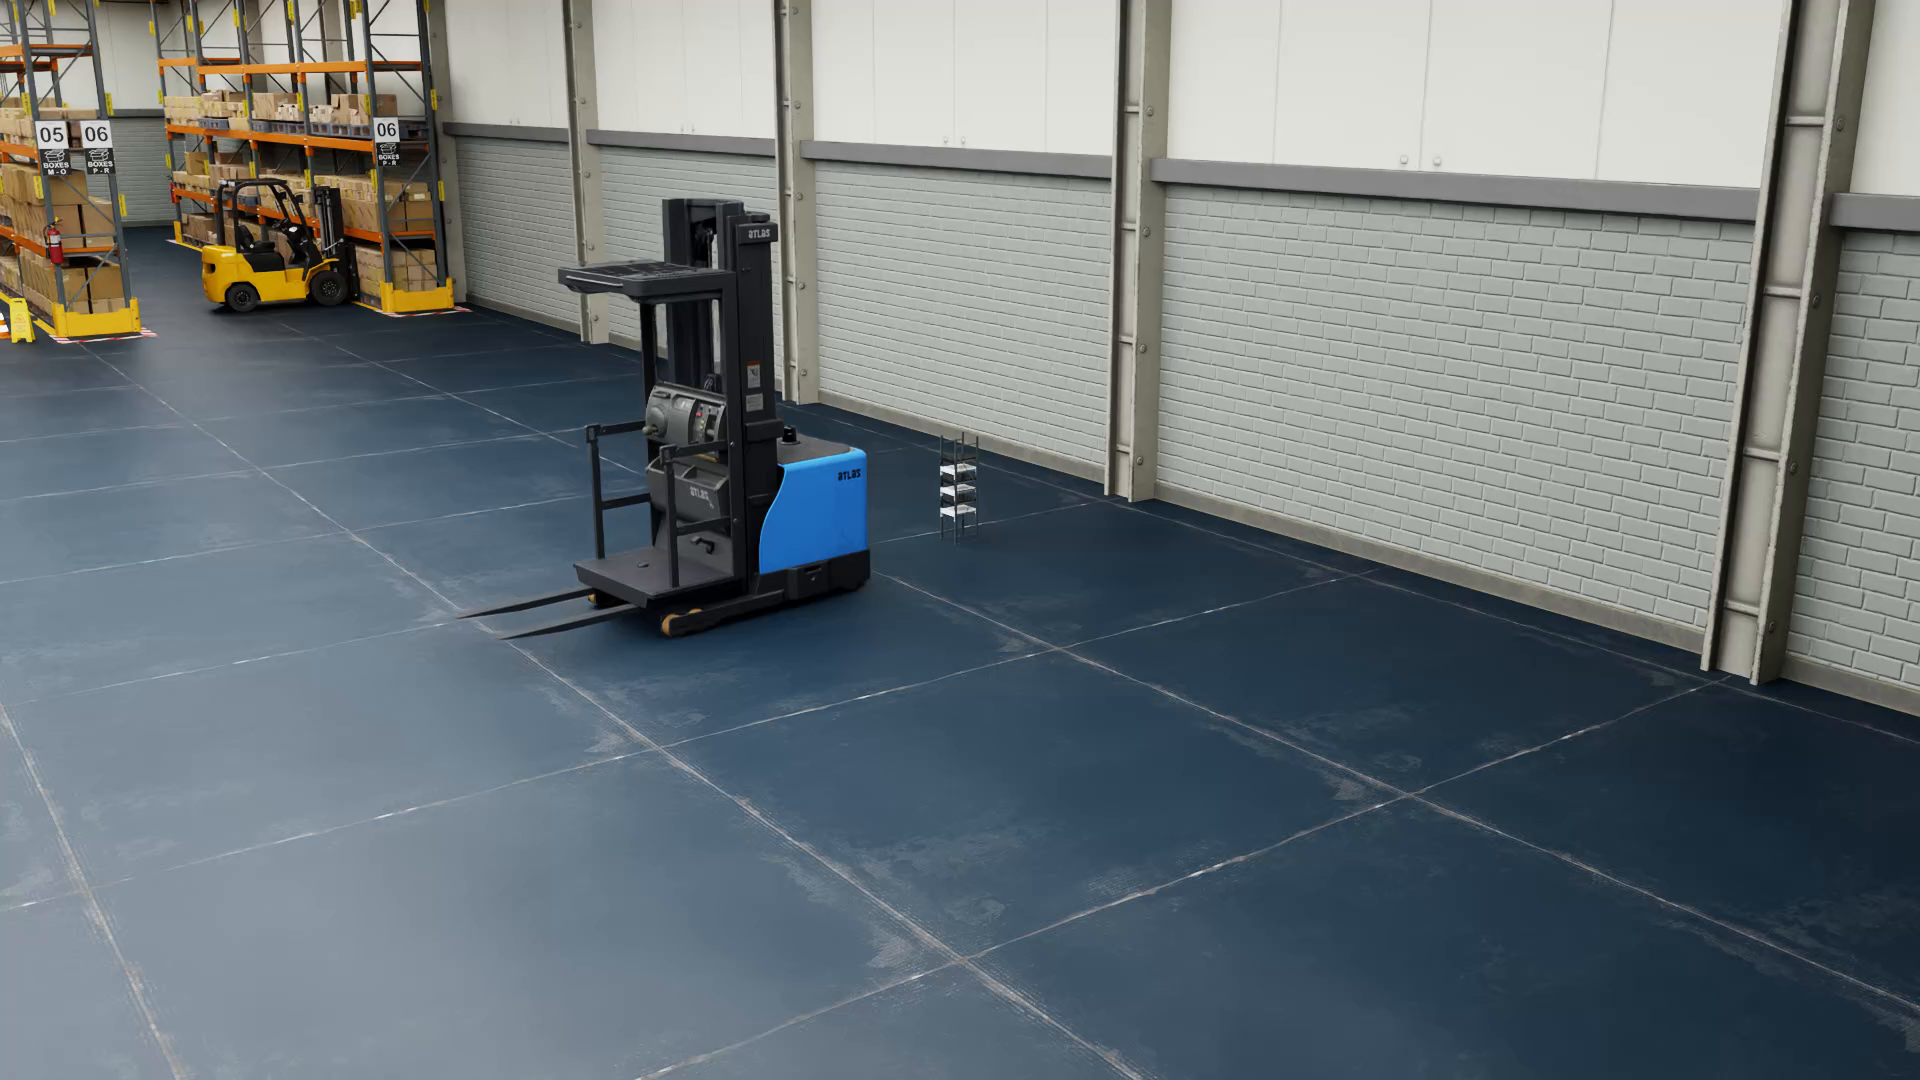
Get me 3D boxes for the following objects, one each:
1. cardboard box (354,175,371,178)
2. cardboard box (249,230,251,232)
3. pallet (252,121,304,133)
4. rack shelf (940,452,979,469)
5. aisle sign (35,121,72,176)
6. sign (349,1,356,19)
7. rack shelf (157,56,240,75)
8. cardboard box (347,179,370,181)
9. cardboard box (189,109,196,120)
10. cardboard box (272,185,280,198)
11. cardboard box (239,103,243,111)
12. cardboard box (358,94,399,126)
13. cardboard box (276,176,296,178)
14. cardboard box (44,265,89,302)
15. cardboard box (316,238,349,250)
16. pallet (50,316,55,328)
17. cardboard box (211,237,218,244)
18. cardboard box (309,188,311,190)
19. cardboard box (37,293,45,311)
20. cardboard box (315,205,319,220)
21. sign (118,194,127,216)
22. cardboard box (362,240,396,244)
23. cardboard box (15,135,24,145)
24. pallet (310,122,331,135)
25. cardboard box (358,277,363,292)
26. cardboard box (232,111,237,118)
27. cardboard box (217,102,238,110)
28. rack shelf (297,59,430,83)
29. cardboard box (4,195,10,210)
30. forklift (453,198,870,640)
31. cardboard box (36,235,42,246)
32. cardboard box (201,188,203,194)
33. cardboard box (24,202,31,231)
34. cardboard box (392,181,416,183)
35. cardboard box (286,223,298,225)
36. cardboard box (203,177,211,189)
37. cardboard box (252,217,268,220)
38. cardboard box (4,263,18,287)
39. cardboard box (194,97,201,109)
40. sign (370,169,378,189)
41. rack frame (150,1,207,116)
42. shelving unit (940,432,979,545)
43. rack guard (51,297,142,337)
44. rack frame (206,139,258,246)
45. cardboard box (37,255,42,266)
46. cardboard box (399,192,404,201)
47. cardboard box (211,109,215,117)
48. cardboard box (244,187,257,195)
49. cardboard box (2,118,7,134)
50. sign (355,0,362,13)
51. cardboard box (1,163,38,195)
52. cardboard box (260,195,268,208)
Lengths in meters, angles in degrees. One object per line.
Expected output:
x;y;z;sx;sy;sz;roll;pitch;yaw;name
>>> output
-10.948;-6.638;30.667;0.380;0.149;0.250;-11;19;-35;cardboard box
-15.030;-6.397;35.707;0.500;0.500;0.500;-10;18;-32;cardboard box
-13.541;-8.348;33.572;1.213;0.211;1.003;-10;18;-32;pallet
-0.005;-0.664;13.901;0.258;0.077;0.200;-11;19;-35;rack shelf
-13.519;-5.840;24.806;0.394;0.787;0.004;-11;19;-35;aisle sign
-11.197;-9.771;30.660;0.100;0.325;0.005;-11;19;-35;sign
-17.540;-10.950;38.406;1.077;0.370;4.000;-11;19;-35;rack shelf
-10.596;-6.290;29.395;0.380;0.149;0.250;-11;19;-34;cardboard box
-17.164;-9.669;37.761;0.500;0.250;0.500;-12;19;-36;cardboard box
-13.362;-6.938;33.081;0.500;0.250;0.500;-11;19;-36;cardboard box
-14.720;-8.983;34.498;0.380;0.149;0.250;-12;19;-36;cardboard box
-9.766;-7.218;27.910;0.500;0.500;0.500;-10;18;-33;cardboard box
-13.397;-7.160;33.138;0.380;0.149;0.250;-11;19;-34;cardboard box
-14.003;-4.013;26.048;0.500;0.500;0.500;-11;19;-34;cardboard box
-11.630;-5.476;30.921;0.500;0.250;0.500;-11;19;-35;cardboard box
-13.815;-3.494;26.444;1.003;0.211;1.213;-11;19;-35;pallet
-16.929;-6.879;38.132;0.380;0.149;0.250;-12;19;-36;cardboard box
-12.041;-6.669;31.343;0.380;0.149;0.250;-10;18;-33;cardboard box
-14.624;-3.874;26.962;0.500;0.250;0.500;-12;19;-37;cardboard box
-11.611;-6.183;30.794;0.500;0.500;0.500;-12;19;-36;cardboard box
-12.882;-5.146;25.556;0.100;0.325;0.005;-11;19;-35;sign
-10.618;-5.337;30.413;0.500;0.250;0.500;-11;19;-34;cardboard box
-14.696;-6.324;26.292;0.380;0.149;0.250;-11;19;-35;cardboard box
-11.138;-7.496;30.266;1.003;0.211;1.213;-11;19;-35;pallet
-10.412;-4.559;29.464;0.500;0.250;0.500;-11;19;-34;cardboard box
-15.151;-9.008;35.152;0.380;0.149;0.250;-10;18;-33;cardboard box
-15.590;-9.246;35.422;0.380;0.149;0.250;-11;19;-34;cardboard box
-10.484;-8.196;29.096;1.077;0.370;4.000;-11;19;-35;rack shelf
-16.130;-5.956;28.605;0.500;0.500;0.500;-11;19;-36;cardboard box
-2.116;-0.885;11.757;3.031;2.935;1.130;-14;20;-41;forklift
-14.262;-4.715;26.097;0.380;0.149;0.250;-10;18;-34;cardboard box
-17.231;-8.050;38.281;0.380;0.149;0.250;-10;18;-33;cardboard box
-14.728;-5.235;26.769;0.500;0.500;0.500;-11;19;-34;cardboard box
-9.626;-6.140;28.847;0.380;0.149;0.250;-10;18;-33;cardboard box
-14.201;-6.654;35.417;0.380;0.149;0.250;-10;18;-33;cardboard box
-16.861;-8.120;37.782;0.500;0.250;0.500;-10;18;-33;cardboard box
-15.606;-7.148;37.221;0.380;0.149;0.250;-11;19;-34;cardboard box
-16.819;-4.846;30.283;0.950;0.372;0.625;-10;18;-33;cardboard box
-16.856;-9.807;37.318;0.500;0.250;0.500;-11;19;-34;cardboard box
-9.755;-6.007;27.699;0.100;0.325;0.005;-11;19;-35;sign
-18.716;-11.726;39.871;1.000;3.000;0.127;-11;19;-35;rack frame
-0.005;-0.436;13.964;0.258;0.900;0.210;-11;19;-35;shelving unit
-13.366;-3.455;25.752;1.175;0.500;0.348;-11;19;-35;rack guard
-16.364;-7.978;37.542;1.000;3.000;0.127;-11;19;-35;rack frame
-14.419;-4.448;26.409;0.380;0.149;0.250;-10;18;-34;cardboard box
-9.495;-5.932;28.650;0.380;0.149;0.250;-11;19;-35;cardboard box
-15.908;-9.211;35.857;0.380;0.149;0.250;-11;19;-35;cardboard box
-14.709;-7.286;34.694;0.380;0.149;0.250;-10;18;-34;cardboard box
-15.325;-6.771;27.172;0.500;0.250;0.500;-11;19;-35;cardboard box
-9.756;-8.717;26.958;0.100;0.325;0.005;-11;19;-35;sign
-15.590;-6.045;27.832;0.700;0.500;0.500;-11;19;-35;cardboard box
-13.949;-6.919;33.957;0.500;0.250;0.500;-11;19;-34;cardboard box
